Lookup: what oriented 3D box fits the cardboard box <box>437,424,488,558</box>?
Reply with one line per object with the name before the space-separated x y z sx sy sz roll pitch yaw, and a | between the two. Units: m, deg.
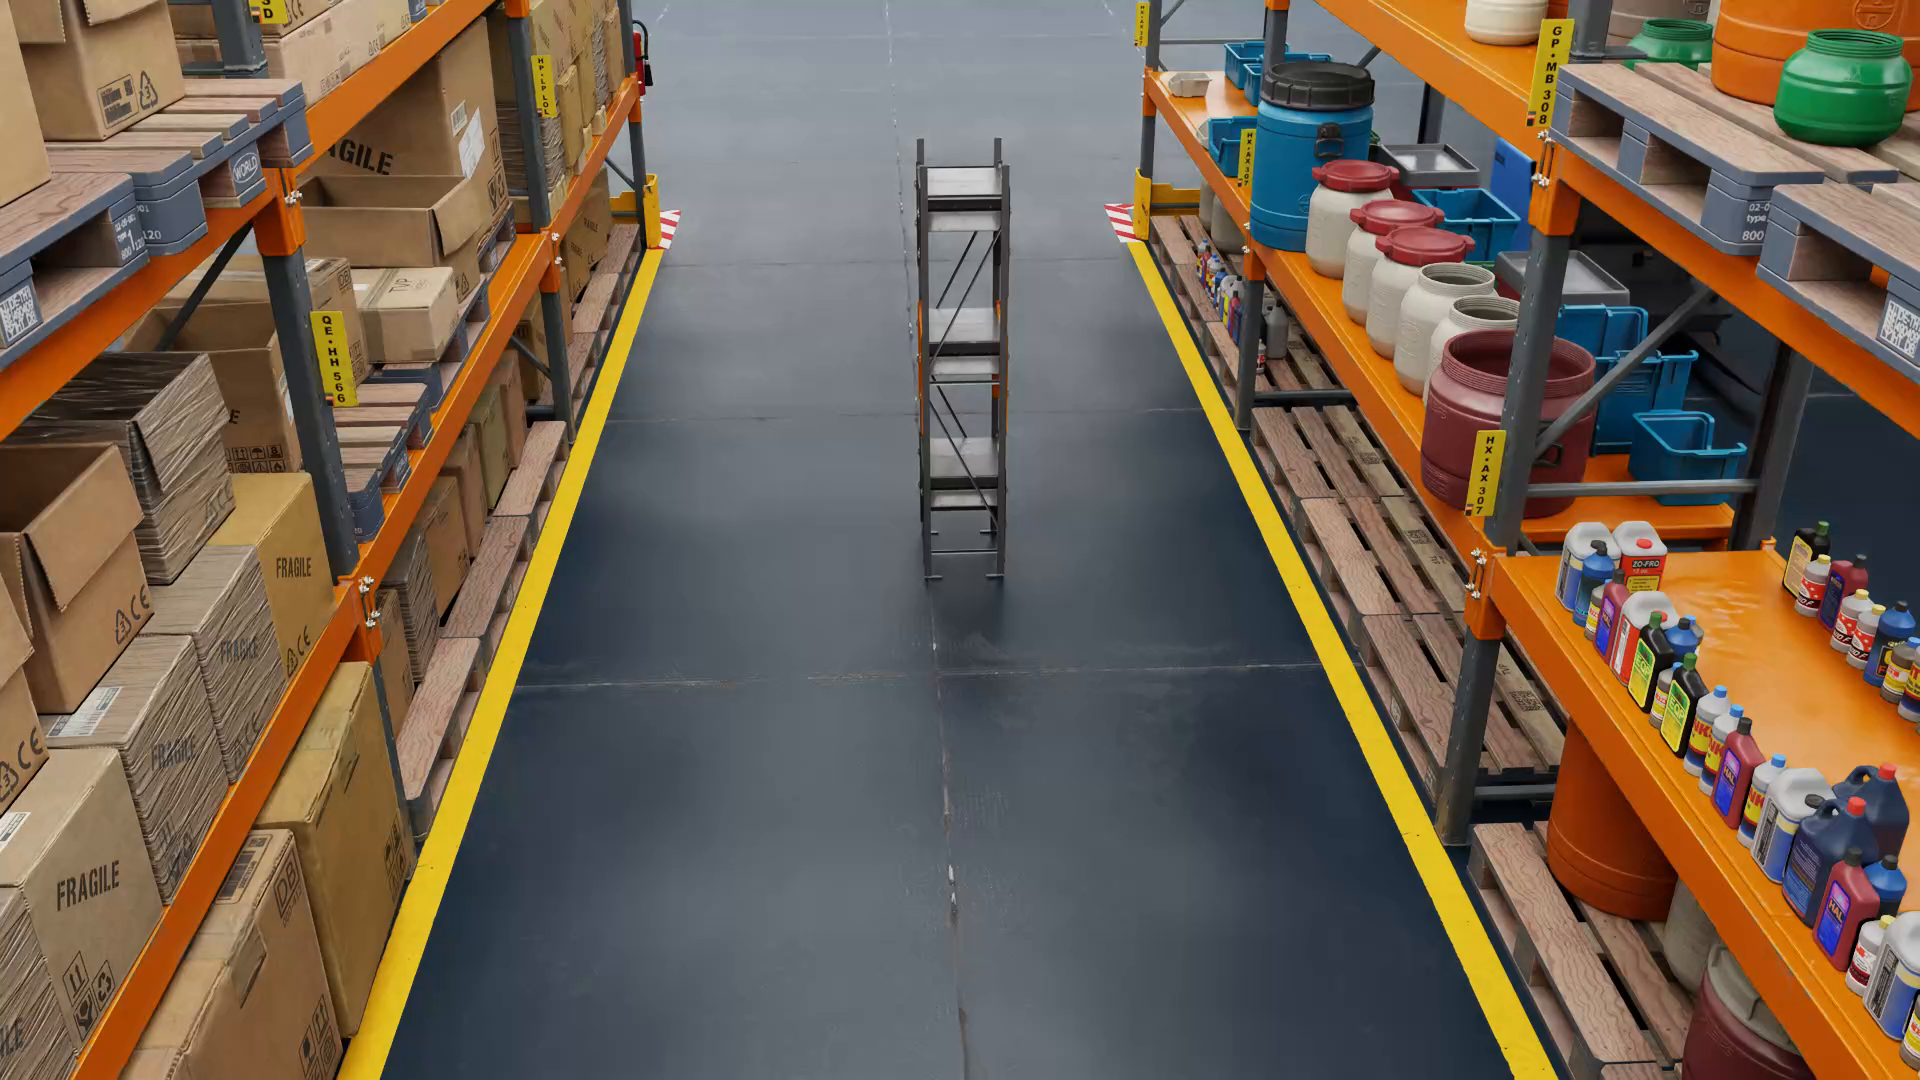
cardboard box | -2.737 -0.225 8.165 0.700 0.500 0.500 -4 28 -7

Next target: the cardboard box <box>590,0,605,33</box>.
cardboard box | -2.661 -3.658 11.010 0.500 0.500 0.500 -1 28 -3

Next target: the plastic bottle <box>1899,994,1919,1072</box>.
plastic bottle | 2.151 1.071 3.668 0.097 0.201 0.097 0 28 0

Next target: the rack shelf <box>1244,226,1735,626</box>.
rack shelf | 2.267 -0.778 7.777 1.077 0.370 4.000 -1 28 -3

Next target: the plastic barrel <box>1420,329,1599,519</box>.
plastic barrel | 2.045 -0.441 6.205 0.600 0.536 0.708 -1 28 -3

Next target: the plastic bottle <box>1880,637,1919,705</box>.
plastic bottle | 2.834 0.386 4.981 0.097 0.201 0.097 0 28 0

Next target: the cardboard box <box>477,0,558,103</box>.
cardboard box | -2.553 -2.735 9.239 0.500 0.500 0.500 -1 28 -3

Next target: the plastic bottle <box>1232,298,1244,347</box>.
plastic bottle | 1.831 -1.421 10.619 0.144 0.351 0.185 -3 28 -5

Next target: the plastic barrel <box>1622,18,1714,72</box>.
plastic barrel | 2.308 -1.548 5.398 0.294 0.245 0.294 0 28 0

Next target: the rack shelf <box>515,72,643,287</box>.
rack shelf | -2.888 -2.506 11.089 1.077 0.370 4.000 -1 28 -3

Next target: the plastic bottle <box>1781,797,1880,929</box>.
plastic bottle | 2.148 0.770 4.083 0.144 0.351 0.185 -1 28 -3

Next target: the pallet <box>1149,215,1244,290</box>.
pallet | 2.042 -2.223 12.783 1.003 0.211 1.213 -1 28 -3

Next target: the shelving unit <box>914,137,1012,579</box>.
shelving unit | 0.009 -0.855 8.118 0.431 2.100 0.503 -1 28 -3

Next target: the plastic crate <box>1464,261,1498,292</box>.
plastic crate | 2.536 -1.130 7.901 0.450 0.188 0.662 -1 28 -3

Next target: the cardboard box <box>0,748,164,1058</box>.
cardboard box | -2.225 0.829 3.810 0.500 0.500 0.500 -1 28 -2

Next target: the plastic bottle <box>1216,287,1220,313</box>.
plastic bottle | 1.776 -1.633 11.187 0.097 0.201 0.097 0 28 0

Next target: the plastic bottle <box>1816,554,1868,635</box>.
plastic bottle | 2.831 0.161 5.324 0.061 0.283 0.133 -1 28 -3

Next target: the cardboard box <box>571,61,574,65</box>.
cardboard box | -2.863 -2.747 10.344 0.875 0.500 0.500 -1 28 -3

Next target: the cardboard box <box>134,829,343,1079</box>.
cardboard box | -2.520 1.433 4.603 1.225 0.875 0.875 -1 28 -2

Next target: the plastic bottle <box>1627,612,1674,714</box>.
plastic bottle | 2.057 0.362 4.938 0.061 0.283 0.133 -1 28 -3

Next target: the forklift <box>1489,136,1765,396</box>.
forklift | 4.469 -2.666 10.693 1.130 2.935 3.031 -1 28 -1

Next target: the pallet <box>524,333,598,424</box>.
pallet | -2.854 -0.974 10.390 1.003 0.211 1.213 -1 28 -3

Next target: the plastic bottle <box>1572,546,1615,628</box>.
plastic bottle | 2.050 0.145 5.367 0.097 0.271 0.097 0 28 0

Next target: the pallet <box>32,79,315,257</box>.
pallet | -2.488 -1.004 4.392 1.213 0.211 1.003 0 28 0

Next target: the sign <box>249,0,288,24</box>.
sign | -2.020 -1.658 4.797 0.100 0.325 0.005 -1 28 -3

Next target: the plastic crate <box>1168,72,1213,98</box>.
plastic crate | 1.679 -3.330 12.177 0.298 0.136 0.250 -1 28 -3

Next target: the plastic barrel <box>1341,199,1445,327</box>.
plastic barrel | 2.032 -1.295 7.843 0.433 0.535 0.433 0 28 0

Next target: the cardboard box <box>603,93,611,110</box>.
cardboard box | -2.697 -3.165 11.846 0.380 0.149 0.250 -1 28 -3

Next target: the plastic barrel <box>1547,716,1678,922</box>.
plastic barrel | 2.414 0.828 5.812 0.600 0.830 0.708 -1 28 -3

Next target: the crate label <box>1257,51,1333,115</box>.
crate label | 2.320 -3.040 11.298 0.502 0.435 0.616 -1 28 -3

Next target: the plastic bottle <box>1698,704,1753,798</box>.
plastic bottle | 2.098 0.572 4.549 0.097 0.271 0.097 0 28 0

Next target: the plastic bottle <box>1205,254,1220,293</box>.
plastic bottle | 1.755 -1.850 11.529 0.097 0.271 0.097 0 28 0

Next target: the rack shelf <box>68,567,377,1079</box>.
rack shelf | -2.470 1.188 4.006 1.077 0.370 4.000 -1 28 -3

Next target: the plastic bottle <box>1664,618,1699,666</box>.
plastic bottle | 2.135 0.357 4.960 0.097 0.271 0.097 0 28 0

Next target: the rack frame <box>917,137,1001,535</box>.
rack frame | -0.004 -0.967 8.334 0.400 2.100 0.015 -1 28 -3

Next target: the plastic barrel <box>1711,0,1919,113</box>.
plastic barrel | 2.398 -1.618 4.447 0.600 0.830 0.708 -1 28 -3

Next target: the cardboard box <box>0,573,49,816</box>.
cardboard box | -2.480 0.405 3.536 0.797 0.503 0.637 -1 28 -1

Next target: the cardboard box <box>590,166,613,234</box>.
cardboard box | -2.976 -2.538 12.621 0.500 0.500 0.500 4 28 7

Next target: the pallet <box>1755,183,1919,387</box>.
pallet | 2.380 -0.456 3.341 1.003 0.211 1.213 -1 28 -3

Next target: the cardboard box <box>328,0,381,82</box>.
cardboard box | -2.371 -1.778 5.834 0.500 0.250 0.500 -1 28 -1

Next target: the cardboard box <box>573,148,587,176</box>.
cardboard box | -2.530 -2.359 10.300 0.380 0.149 0.250 -1 28 -3

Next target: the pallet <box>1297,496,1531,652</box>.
pallet | 2.309 0.142 8.250 1.003 0.211 1.213 -1 28 -3

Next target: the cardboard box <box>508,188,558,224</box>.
cardboard box | -2.494 -1.897 9.414 0.380 0.149 0.250 -1 28 -3

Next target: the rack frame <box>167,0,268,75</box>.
rack frame | -2.575 -2.714 4.223 1.000 3.000 0.127 -1 28 -3

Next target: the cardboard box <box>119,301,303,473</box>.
cardboard box | -2.643 -0.533 5.966 0.500 0.500 0.500 -5 28 -9

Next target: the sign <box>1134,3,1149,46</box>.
sign | 1.404 -3.980 12.837 0.100 0.325 0.005 -1 28 -3

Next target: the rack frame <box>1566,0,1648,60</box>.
rack frame | 2.372 -2.834 4.452 1.000 3.000 0.127 -1 28 -3

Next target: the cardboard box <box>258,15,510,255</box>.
cardboard box | -2.882 -1.983 8.206 1.000 1.000 1.000 -1 28 -2

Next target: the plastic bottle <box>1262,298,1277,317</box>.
plastic bottle | 1.978 -1.403 10.665 0.152 0.276 0.135 -1 28 -3

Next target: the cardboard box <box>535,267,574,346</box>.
cardboard box | -2.802 -1.429 10.496 0.500 0.500 0.500 7 28 14

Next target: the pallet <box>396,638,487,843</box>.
pallet | -2.614 0.821 6.947 1.003 0.211 1.213 -1 28 -3
